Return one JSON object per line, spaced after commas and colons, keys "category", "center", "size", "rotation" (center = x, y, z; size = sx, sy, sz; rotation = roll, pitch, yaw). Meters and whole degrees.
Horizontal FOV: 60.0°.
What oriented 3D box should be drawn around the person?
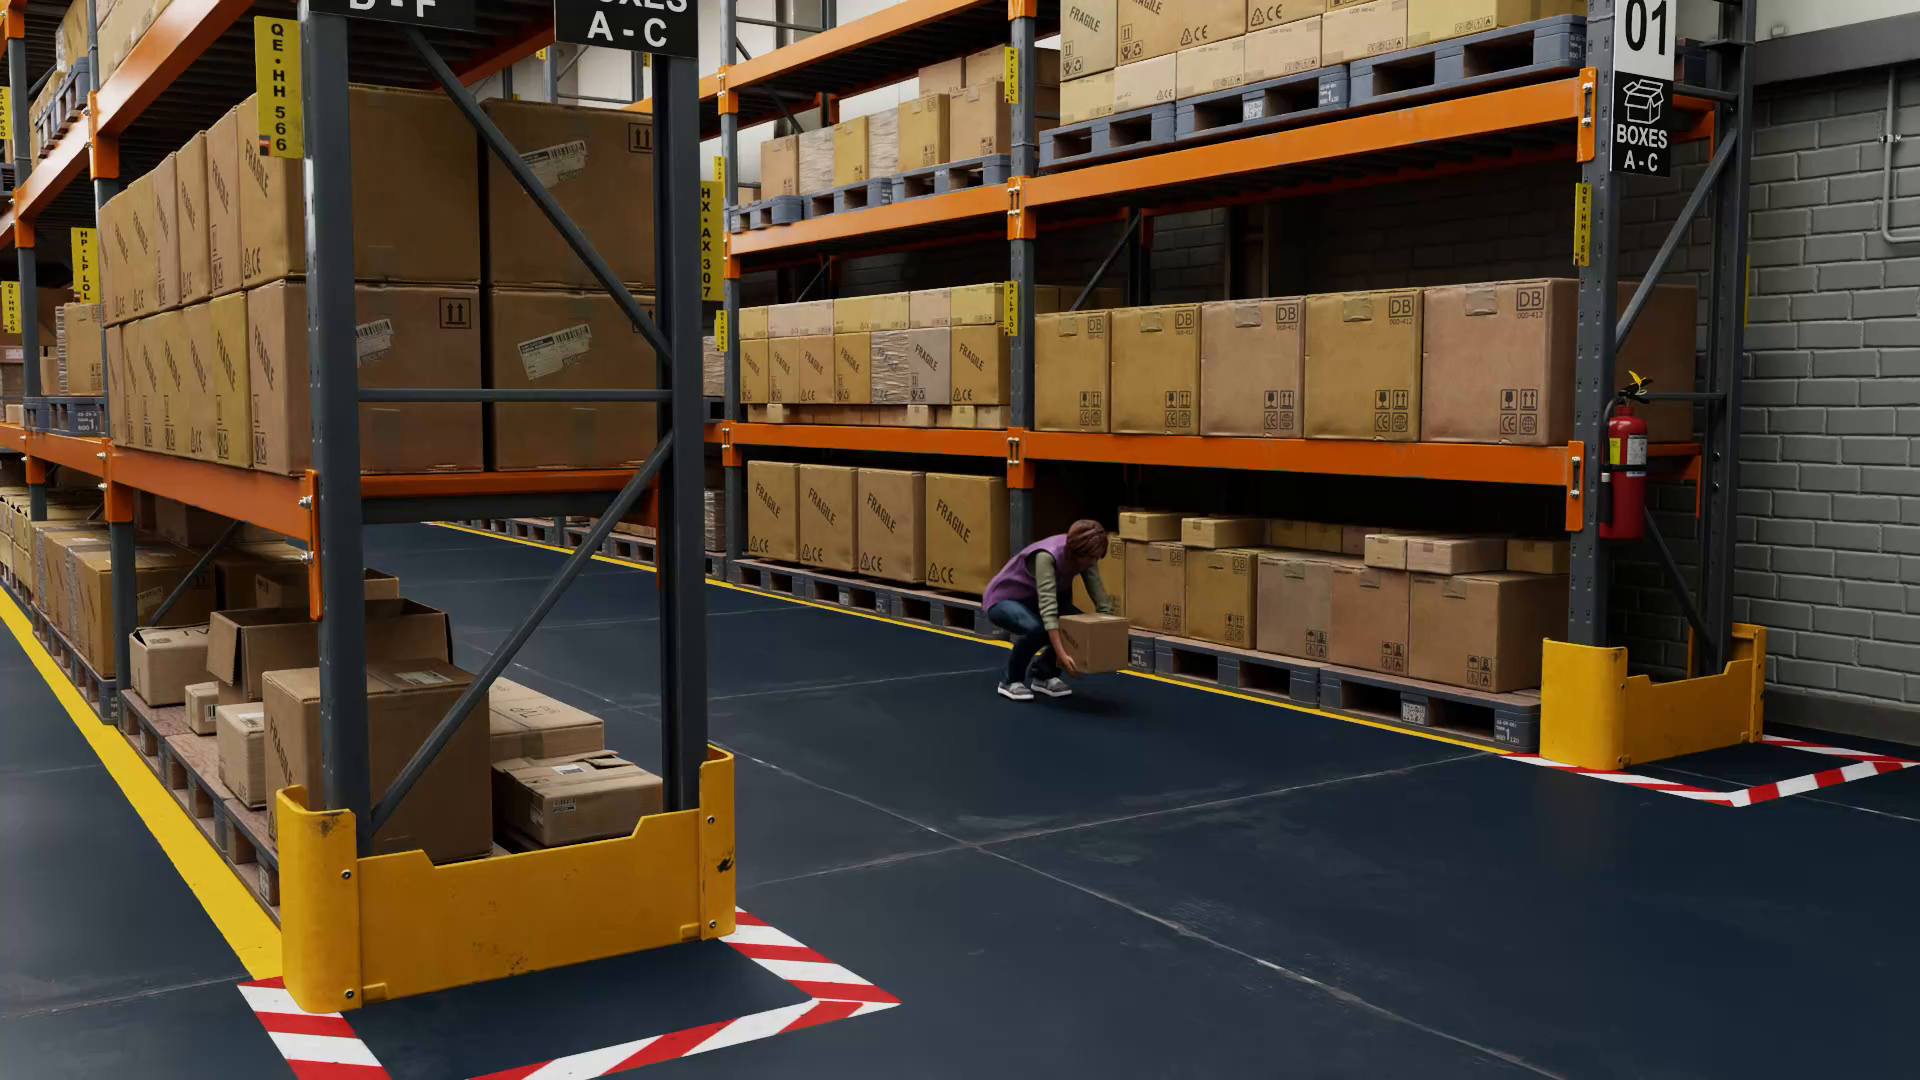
{"category": "person", "center": [0.456, 0.379, 8.285], "size": [0.476, 0.852, 0.793], "rotation": [-3, 6, -34]}
